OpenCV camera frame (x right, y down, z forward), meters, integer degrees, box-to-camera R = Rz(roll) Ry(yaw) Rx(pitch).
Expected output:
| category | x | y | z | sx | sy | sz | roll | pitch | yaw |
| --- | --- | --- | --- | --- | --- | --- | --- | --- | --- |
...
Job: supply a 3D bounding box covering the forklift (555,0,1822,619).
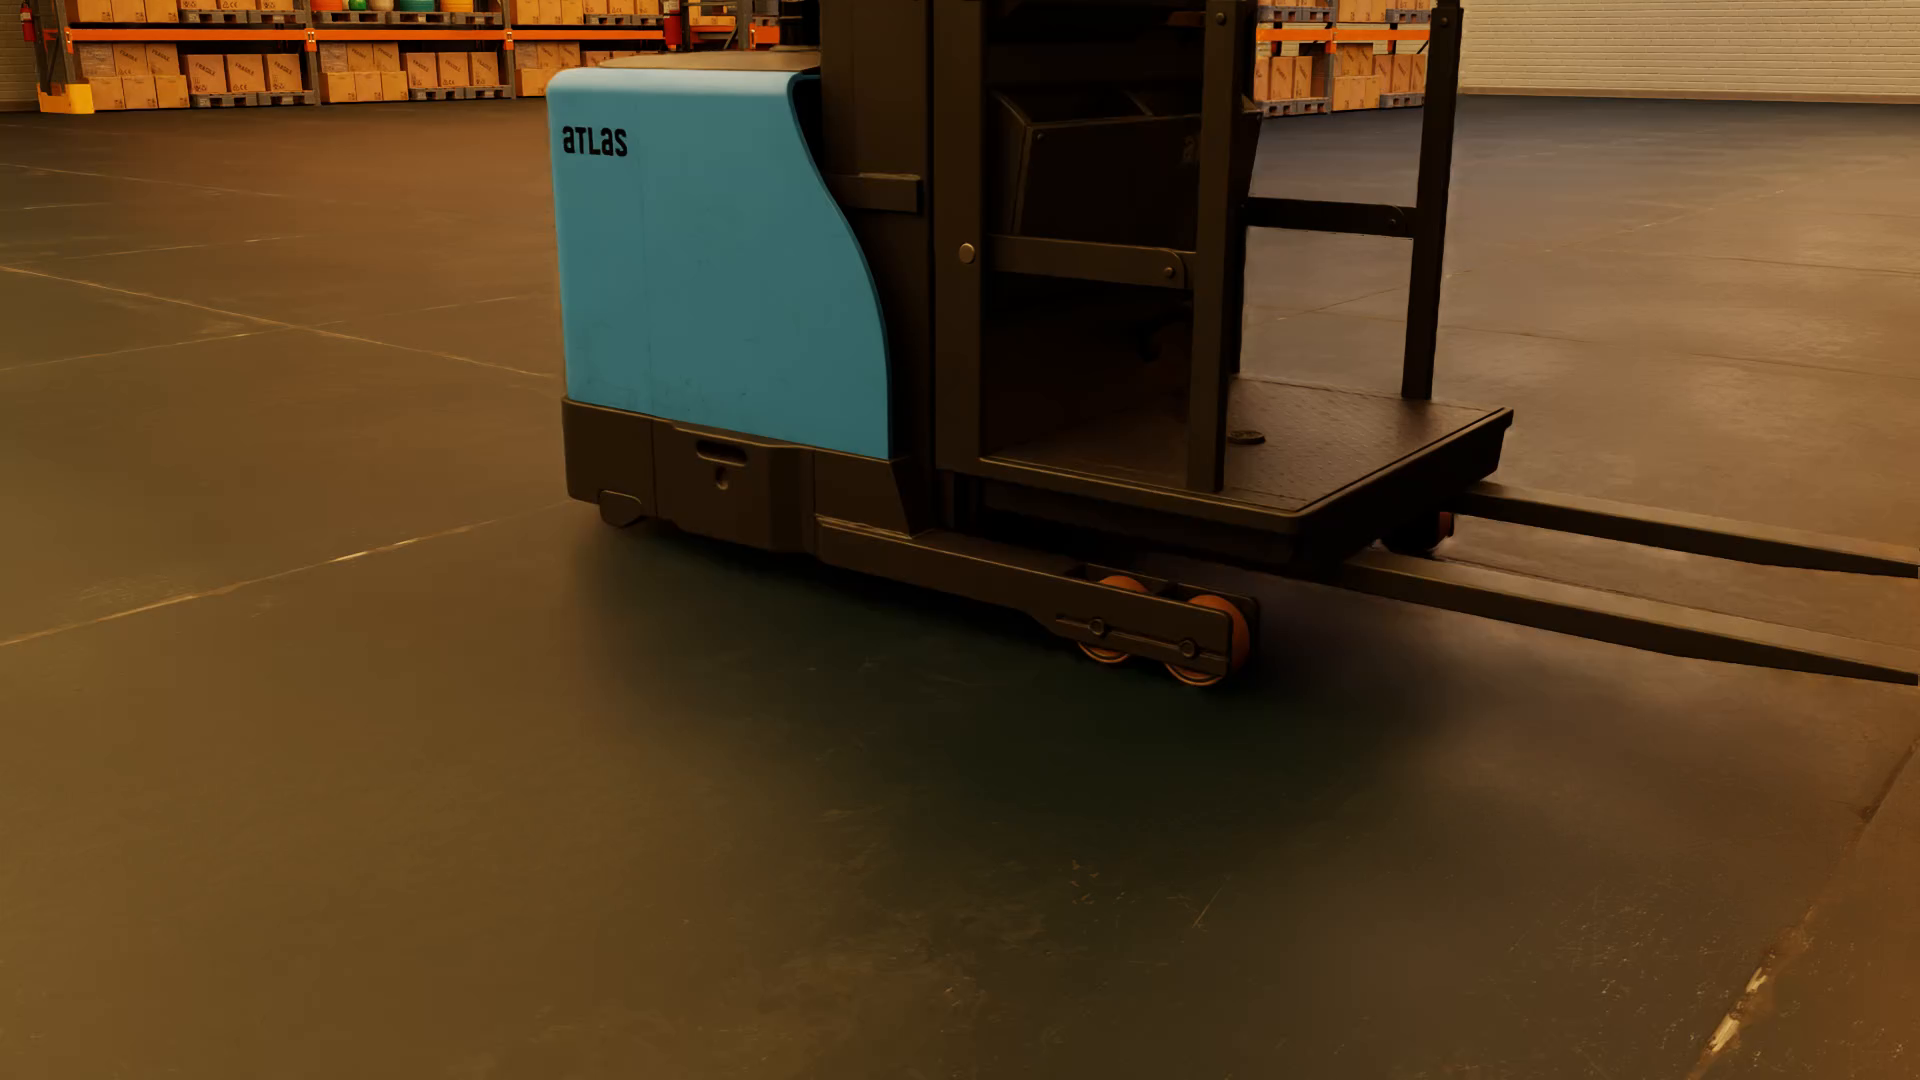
| category | x | y | z | sx | sy | sz | roll | pitch | yaw |
| --- | --- | --- | --- | --- | --- | --- | --- | --- | --- |
| forklift | 0.622 | -1.467 | 3.730 | 3.031 | 2.935 | 1.130 | -5 | 18 | -15 |
